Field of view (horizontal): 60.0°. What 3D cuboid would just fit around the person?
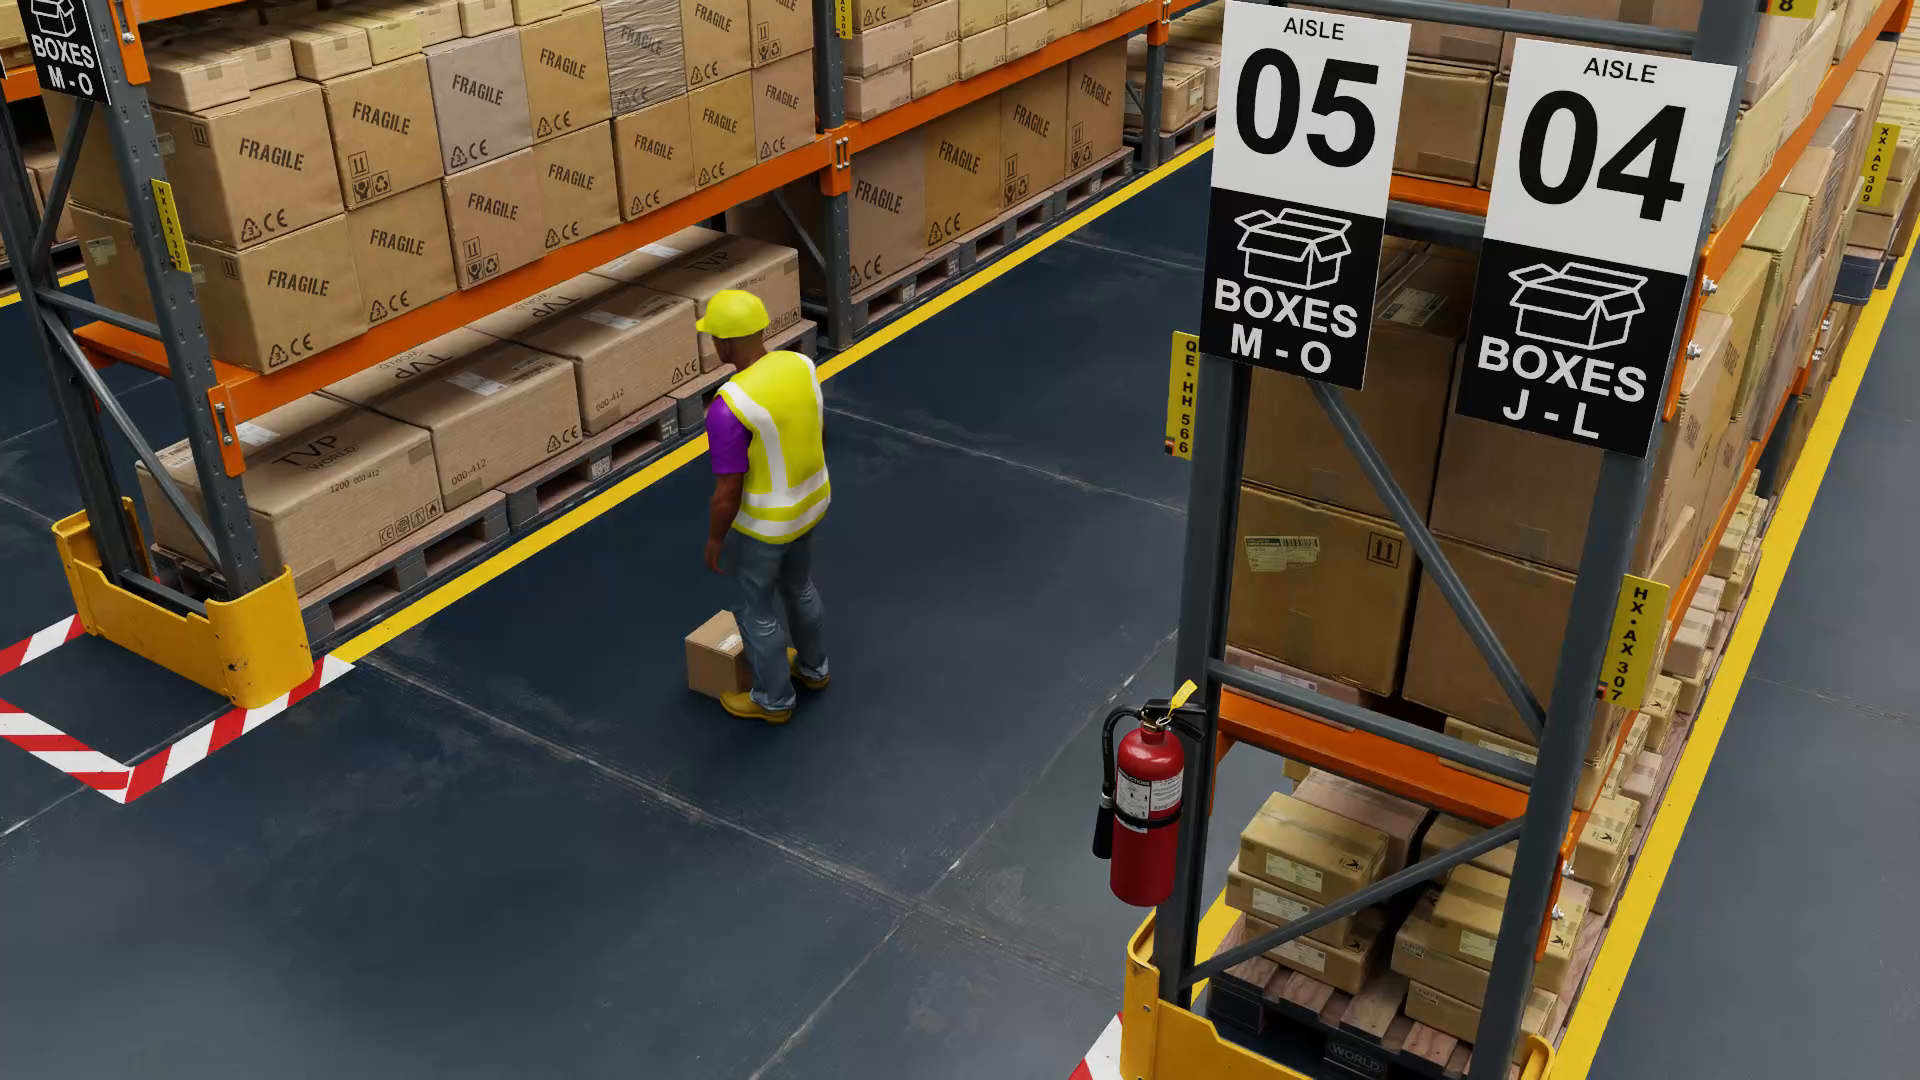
[{"bbox_3d":[-0.736,-0.115,6.311,0.456,1.758,0.627,18,35,28],"label":"person"}]
